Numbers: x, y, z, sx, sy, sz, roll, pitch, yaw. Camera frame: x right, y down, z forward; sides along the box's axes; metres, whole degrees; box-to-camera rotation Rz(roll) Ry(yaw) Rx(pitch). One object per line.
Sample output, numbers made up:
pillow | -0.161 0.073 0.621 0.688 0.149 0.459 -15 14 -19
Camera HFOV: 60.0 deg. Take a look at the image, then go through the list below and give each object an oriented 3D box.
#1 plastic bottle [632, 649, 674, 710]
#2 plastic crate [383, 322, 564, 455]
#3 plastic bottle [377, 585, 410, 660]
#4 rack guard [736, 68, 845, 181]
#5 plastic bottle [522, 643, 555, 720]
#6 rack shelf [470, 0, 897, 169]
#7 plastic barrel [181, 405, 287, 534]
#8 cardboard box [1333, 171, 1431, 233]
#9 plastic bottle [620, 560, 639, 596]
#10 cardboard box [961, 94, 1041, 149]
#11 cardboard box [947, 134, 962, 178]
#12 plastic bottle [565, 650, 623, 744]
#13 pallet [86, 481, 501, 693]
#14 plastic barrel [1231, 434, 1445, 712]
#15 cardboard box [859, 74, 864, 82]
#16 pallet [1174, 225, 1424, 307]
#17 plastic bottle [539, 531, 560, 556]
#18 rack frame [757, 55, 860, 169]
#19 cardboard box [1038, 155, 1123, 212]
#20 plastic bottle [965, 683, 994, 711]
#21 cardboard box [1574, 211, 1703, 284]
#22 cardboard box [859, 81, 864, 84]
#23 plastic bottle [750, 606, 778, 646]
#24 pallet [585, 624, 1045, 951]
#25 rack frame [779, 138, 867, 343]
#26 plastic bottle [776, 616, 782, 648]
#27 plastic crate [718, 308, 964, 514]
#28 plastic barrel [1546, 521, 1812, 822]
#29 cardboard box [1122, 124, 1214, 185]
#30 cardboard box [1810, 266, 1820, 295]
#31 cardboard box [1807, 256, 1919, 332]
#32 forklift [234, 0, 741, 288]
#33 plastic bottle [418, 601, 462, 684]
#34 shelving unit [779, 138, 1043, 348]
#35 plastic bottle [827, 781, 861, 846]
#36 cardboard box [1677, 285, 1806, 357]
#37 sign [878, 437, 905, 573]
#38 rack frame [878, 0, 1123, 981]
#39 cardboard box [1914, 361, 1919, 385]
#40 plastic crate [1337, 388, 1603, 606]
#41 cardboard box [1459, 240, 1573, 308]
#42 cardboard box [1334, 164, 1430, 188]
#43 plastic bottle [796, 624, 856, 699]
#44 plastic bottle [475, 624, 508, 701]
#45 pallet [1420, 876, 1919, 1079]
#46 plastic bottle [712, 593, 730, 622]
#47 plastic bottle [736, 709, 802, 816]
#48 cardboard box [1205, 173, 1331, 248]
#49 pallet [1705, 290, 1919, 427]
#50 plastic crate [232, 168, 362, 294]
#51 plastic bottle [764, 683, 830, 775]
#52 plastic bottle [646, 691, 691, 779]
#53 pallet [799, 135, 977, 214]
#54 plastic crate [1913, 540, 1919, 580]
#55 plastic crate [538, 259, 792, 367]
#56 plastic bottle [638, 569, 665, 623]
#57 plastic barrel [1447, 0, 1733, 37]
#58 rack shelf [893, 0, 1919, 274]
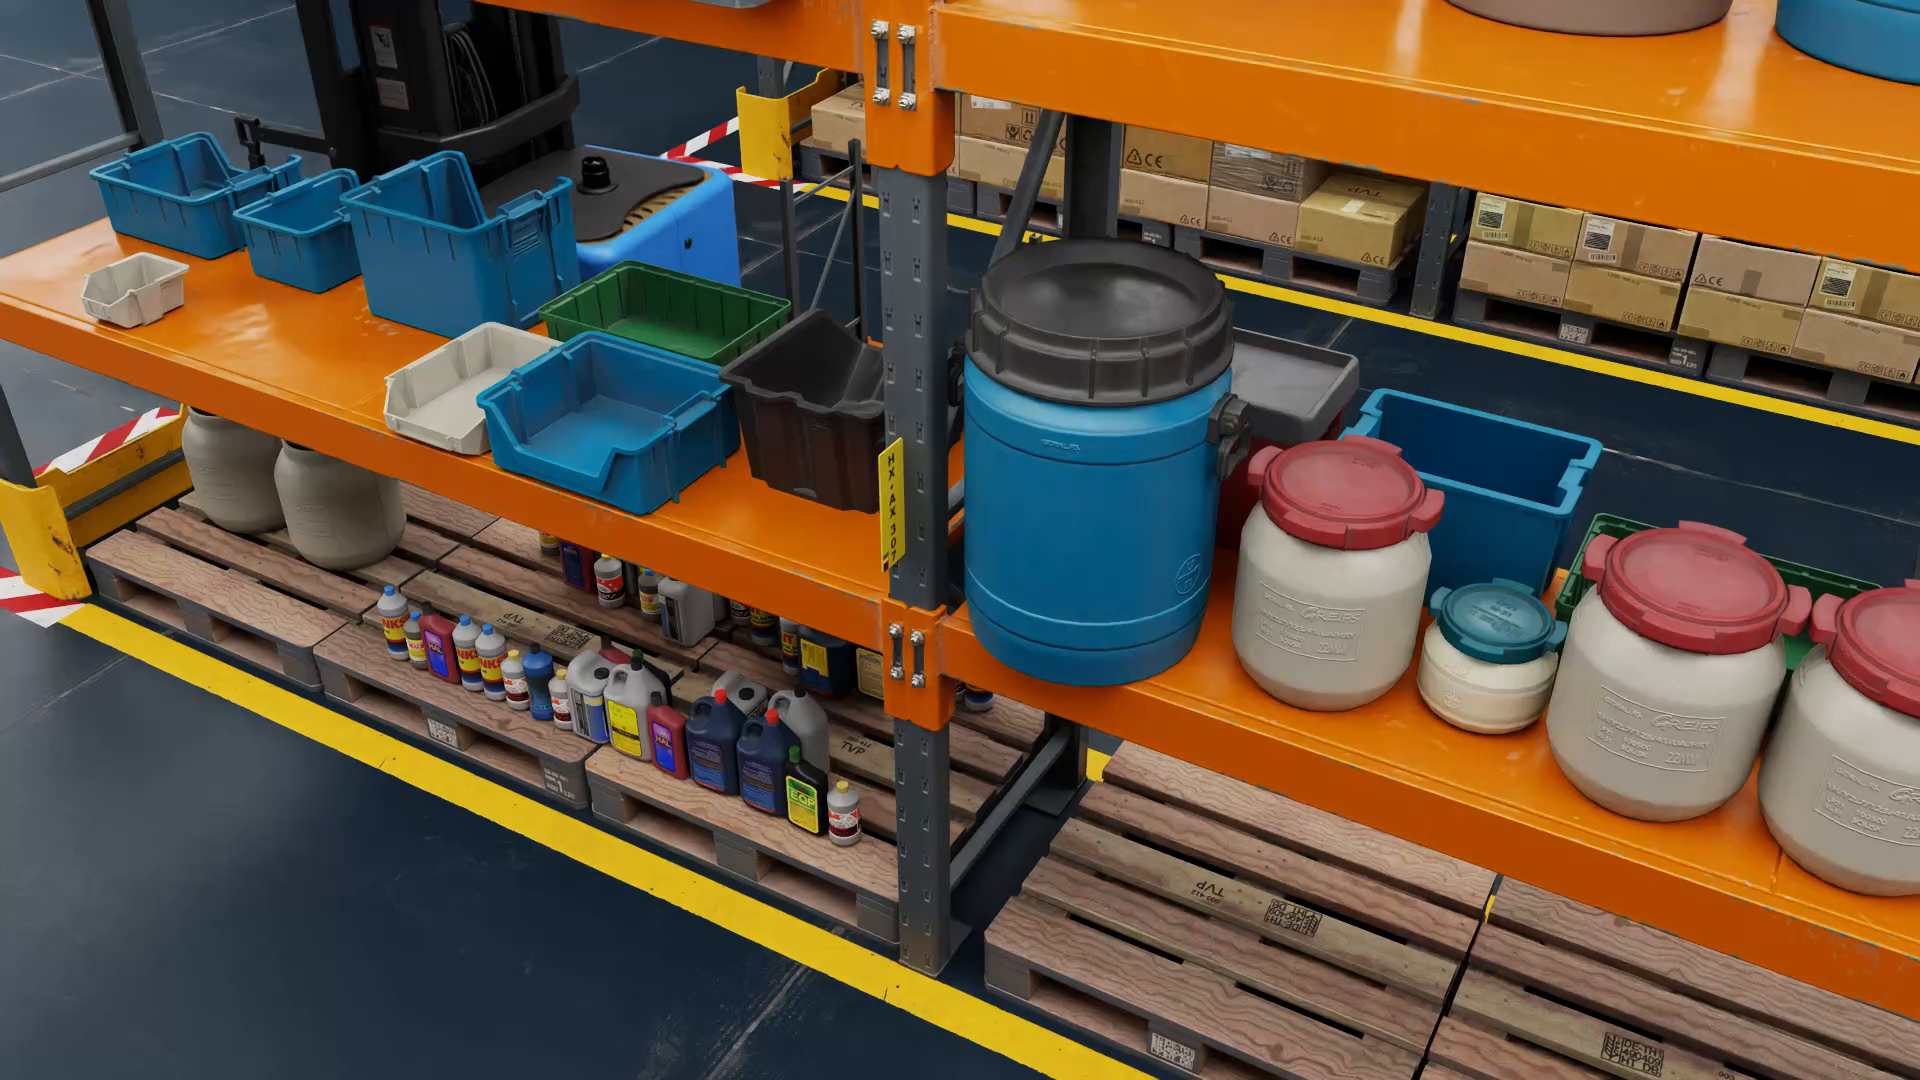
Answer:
plastic bottle | -0.998 0.485 5.369 0.133 0.283 0.061 18 37 24
plastic crate | -1.413 -0.441 4.944 0.437 0.136 0.530 18 37 24
plastic bottle | -1.930 0.275 5.696 0.097 0.271 0.097 0 34 0
rack guard | -0.910 -2.675 10.316 0.348 0.500 1.175 18 37 24
plastic bottle | -1.370 0.452 5.429 0.097 0.271 0.097 0 34 0
rack shelf | -1.613 -1.725 4.578 4.000 0.370 1.077 18 37 24
plastic barrel | -2.741 -0.321 6.392 0.421 0.512 0.421 0 34 0
cardboard box | 2.332 -1.913 9.018 0.500 0.250 0.500 18 37 24
plastic bottle | -1.212 0.039 6.046 0.135 0.276 0.152 17 37 23
cardboard box | 0.342 -2.529 9.267 0.500 0.500 0.500 18 37 24
cardboard box | -0.098 -2.349 9.673 0.500 0.250 0.500 18 37 24
plastic bottle | -1.165 0.498 5.357 0.135 0.276 0.152 18 38 25
pallet | -2.558 0.059 6.472 1.213 0.211 1.003 18 37 24
plastic barrel | 0.845 0.086 3.792 0.433 0.535 0.433 0 34 0
cardboard box | -0.276 -3.047 10.045 0.500 0.500 0.500 18 37 24
pallet | 1.914 -1.687 9.093 1.213 0.211 1.003 18 37 24
plastic bottle | -1.538 -0.051 6.247 0.097 0.201 0.097 0 34 0
rack frame | -0.889 -3.709 9.614 0.127 3.000 1.000 18 37 24
cardboard box | 0.768 -2.071 9.256 0.500 0.250 0.500 18 37 24
plastic bottle | 0.064 0.428 5.466 0.097 0.271 0.097 0 34 0
cardboard box | 3.251 -1.499 7.891 0.500 0.311 0.500 17 37 24
cardboard box | -0.277 -2.734 10.251 0.500 0.250 0.500 18 37 24
plastic bottle | -0.682 0.230 5.763 0.097 0.271 0.097 0 34 0
pallet | -0.439 0.730 5.464 1.213 0.211 1.003 18 37 24
rack frame | -0.515 -0.788 6.579 0.032 1.500 0.500 18 37 24
plastic bottle | -0.536 0.220 5.707 0.185 0.351 0.144 16 37 22
plastic crate | -0.268 -0.406 4.709 0.504 0.338 0.767 18 37 24
plastic barrel | 1.482 0.288 3.489 0.433 0.535 0.433 0 34 0
cardboard box | 1.209 -2.253 8.852 0.500 0.500 0.500 18 37 24
cardboard box | 4.412 -1.244 8.013 0.500 0.250 0.500 18 38 25
cardboard box | 4.155 -1.217 7.467 0.500 0.311 0.500 19 38 26
forklift | -2.532 -2.040 7.169 3.031 2.935 1.130 14 36 21
plastic bottle | -1.743 0.341 5.586 0.133 0.283 0.061 18 38 25
shelving unit | -0.066 -0.645 6.366 1.083 1.500 0.587 18 37 24
plastic bottle | -0.347 0.806 4.962 0.097 0.201 0.097 0 34 0
cardboard box | 3.705 -1.127 7.838 0.500 0.250 0.500 16 37 23
sign | -0.160 -0.080 3.914 0.005 0.325 0.100 18 37 24
rack frame | 0.123 -0.226 4.384 0.127 3.000 1.000 18 37 24
cardboard box | 4.595 -0.846 7.416 0.500 0.250 0.500 18 38 25
plastic crate | 1.235 -0.066 4.157 0.575 0.384 0.392 18 37 24
cardboard box | 2.811 -1.409 8.262 0.500 0.250 0.500 17 37 23
cardboard box | 2.337 -2.230 8.817 0.500 0.500 0.500 18 37 24
plastic bottle | -0.444 0.341 5.525 0.185 0.351 0.144 18 37 24
plastic bottle | -1.546 0.396 5.513 0.097 0.271 0.097 0 34 0
pallet | 1.887 1.467 4.357 1.213 0.211 1.003 18 37 24
plastic bottle | -0.905 0.103 5.883 0.185 0.351 0.144 17 37 24
plastic bottle | -0.579 0.655 5.053 0.185 0.351 0.144 17 37 23
cardboard box | 1.644 -1.804 8.854 0.500 0.250 0.500 18 37 24
pallet | 4.306 -0.929 7.955 1.213 0.211 1.003 18 37 24
plastic crate | -2.206 -1.089 5.814 0.408 0.251 0.499 18 37 24
plastic bottle | -0.508 0.585 5.158 0.185 0.351 0.144 18 37 24
plastic bottle | -0.908 0.605 5.189 0.133 0.283 0.061 20 39 27
pallet | -0.204 -2.358 10.101 1.213 0.211 1.003 18 37 24
plastic crate | 2.345 0.255 3.602 0.583 0.464 0.402 18 37 24
plastic crate | -0.916 -0.647 5.207 0.662 0.188 0.450 18 37 24
plastic bottle | -1.088 0.184 5.895 0.097 0.201 0.097 0 34 0
plastic barrel | 1.240 -1.468 3.090 0.600 0.901 0.600 0 34 0
rack shelf | 1.859 -0.625 2.926 4.000 0.370 1.077 18 37 24
